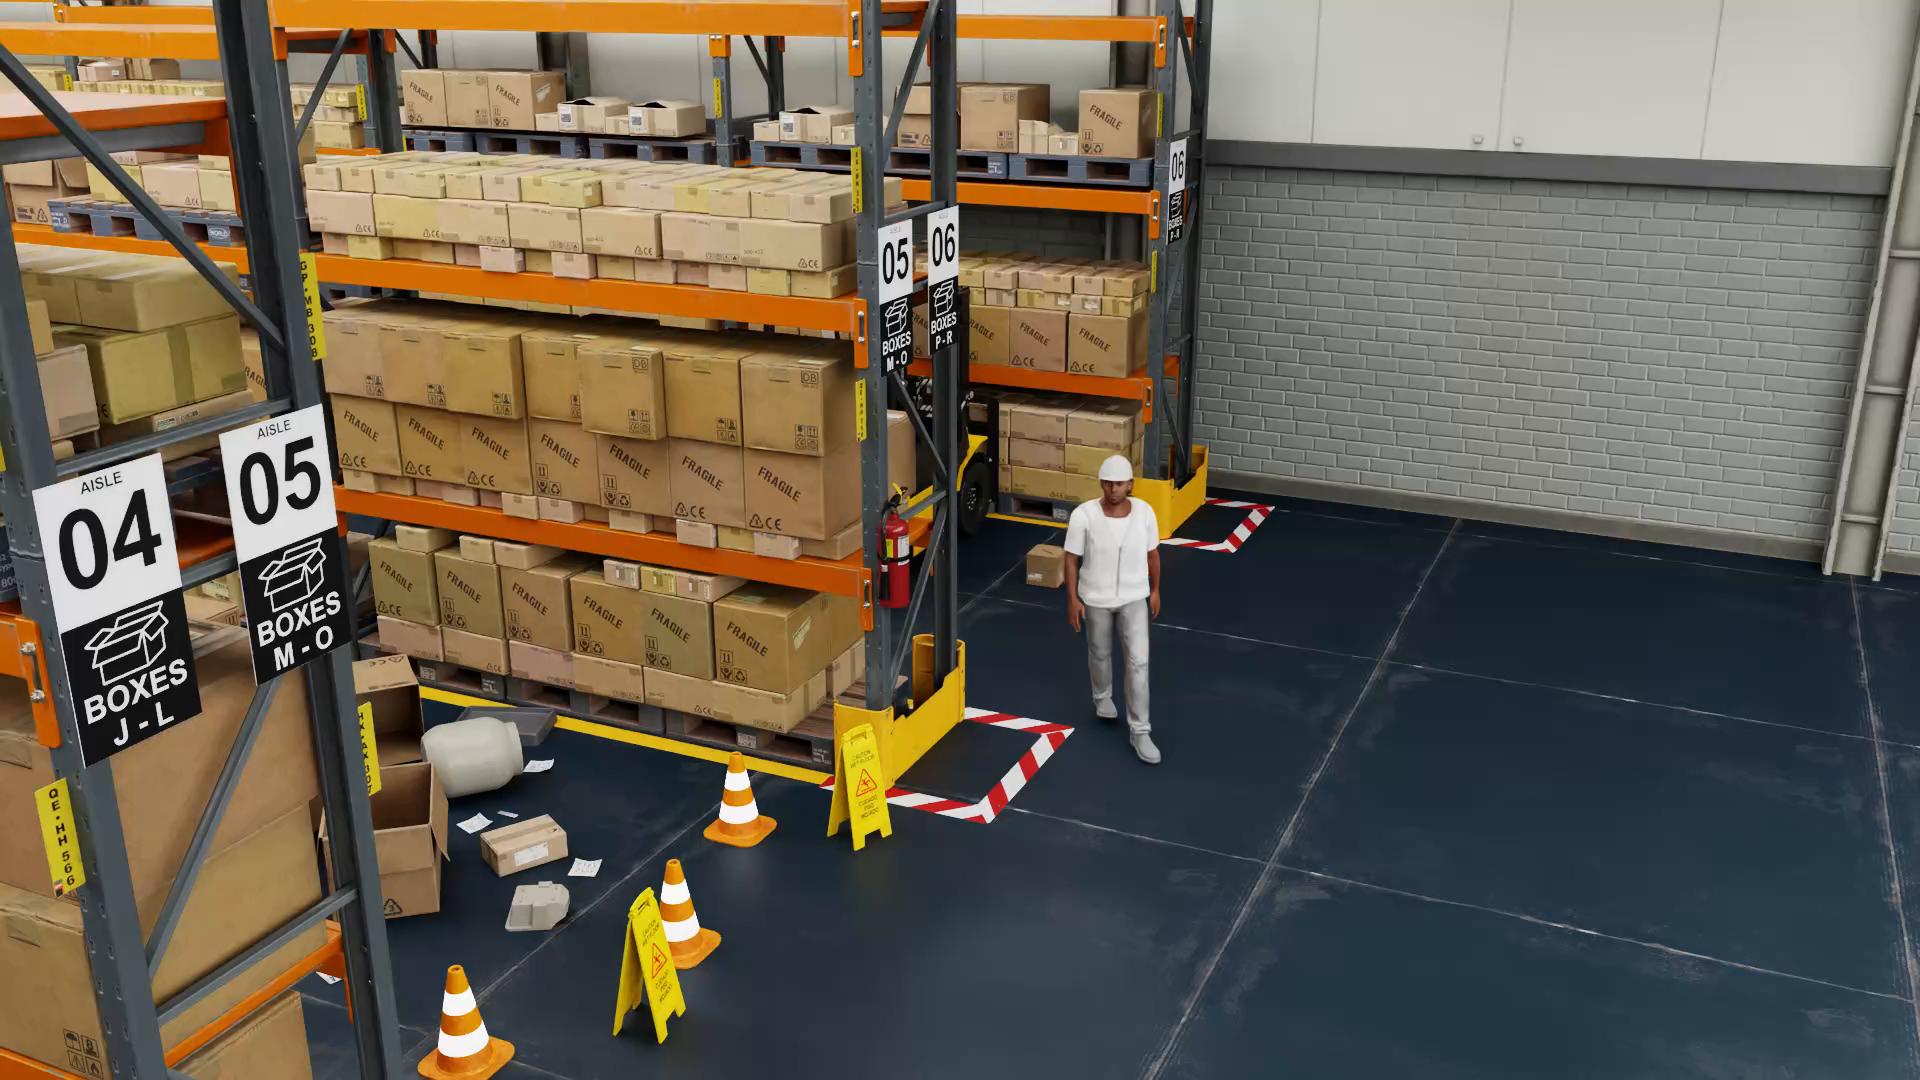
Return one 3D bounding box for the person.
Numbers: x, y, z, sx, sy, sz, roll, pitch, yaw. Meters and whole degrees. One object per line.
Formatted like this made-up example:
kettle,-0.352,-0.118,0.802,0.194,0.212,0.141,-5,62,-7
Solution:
person,0.929,0.361,9.917,0.615,1.728,0.909,-1,19,-3
